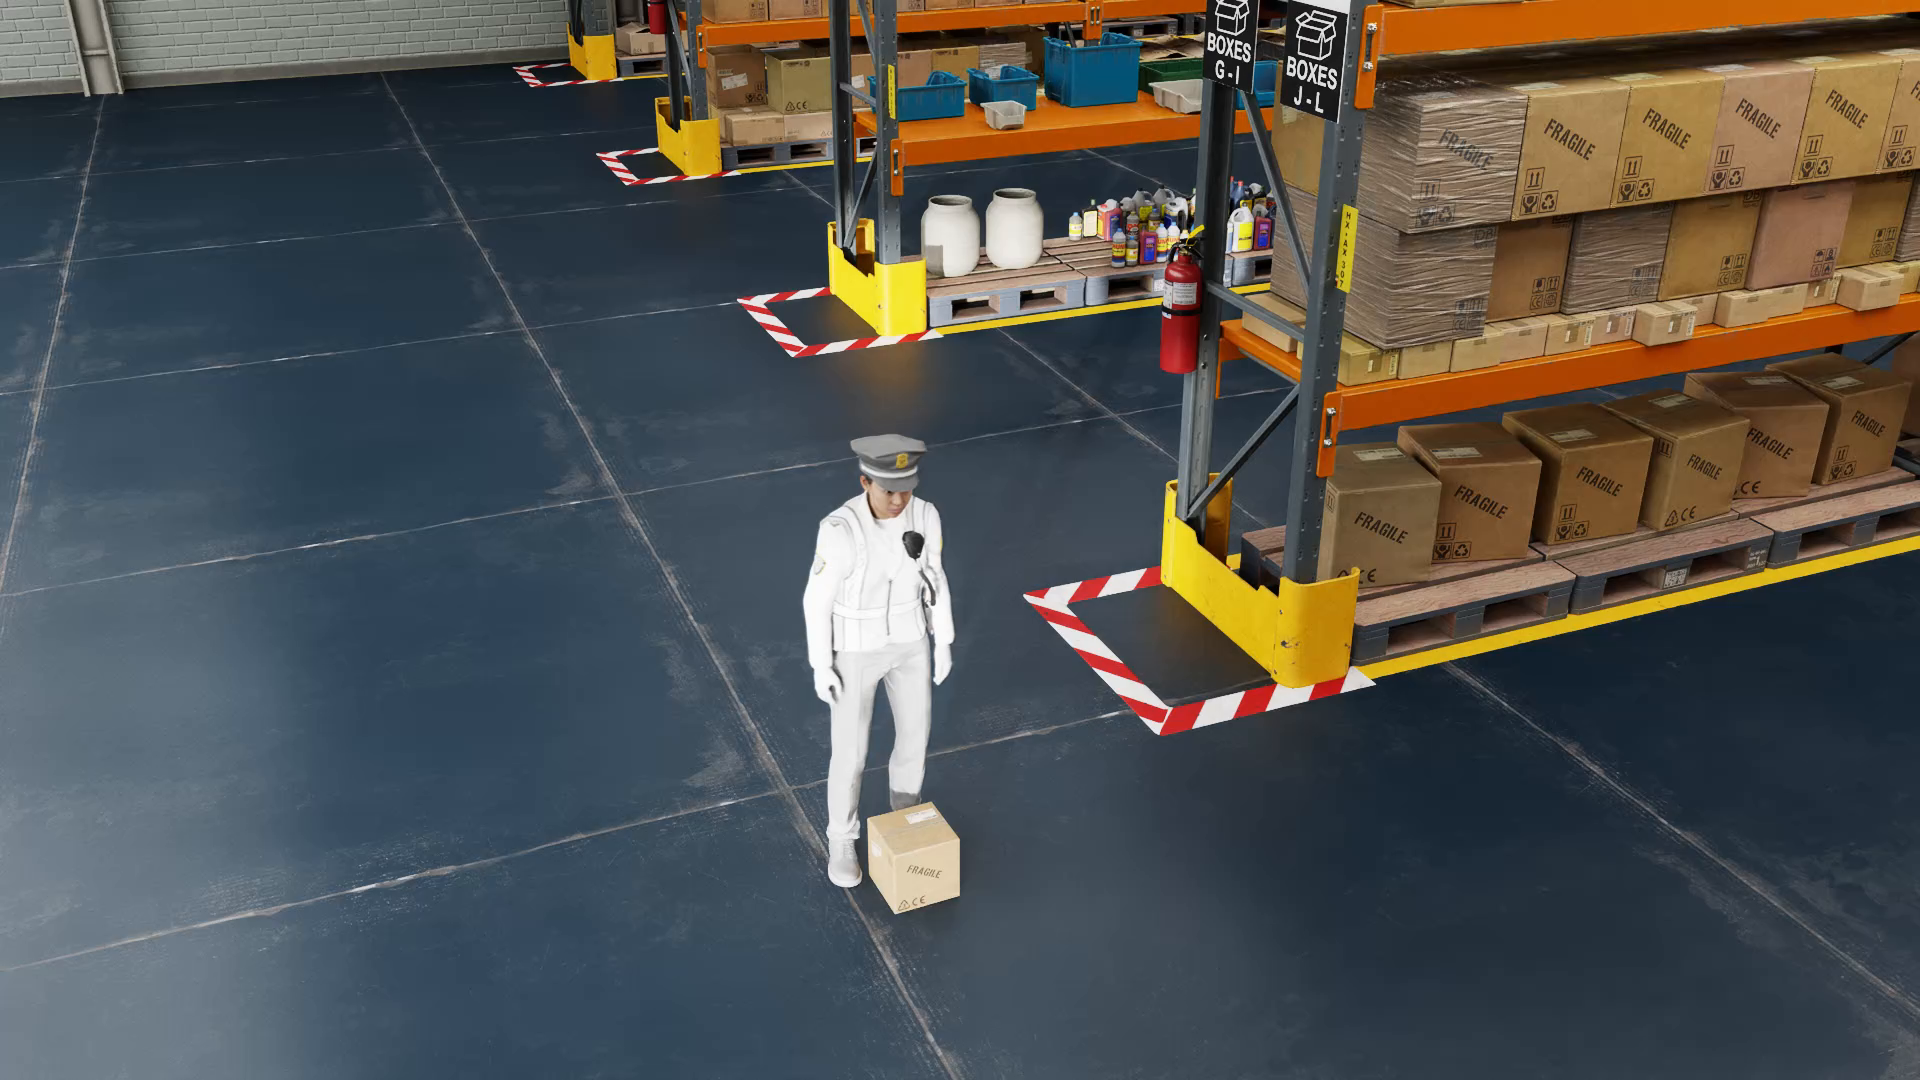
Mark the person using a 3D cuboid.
[{"bbox_3d":[-0.271,0.398,5.795,0.529,1.663,0.372,-10,28,-20],"label":"person"}]
